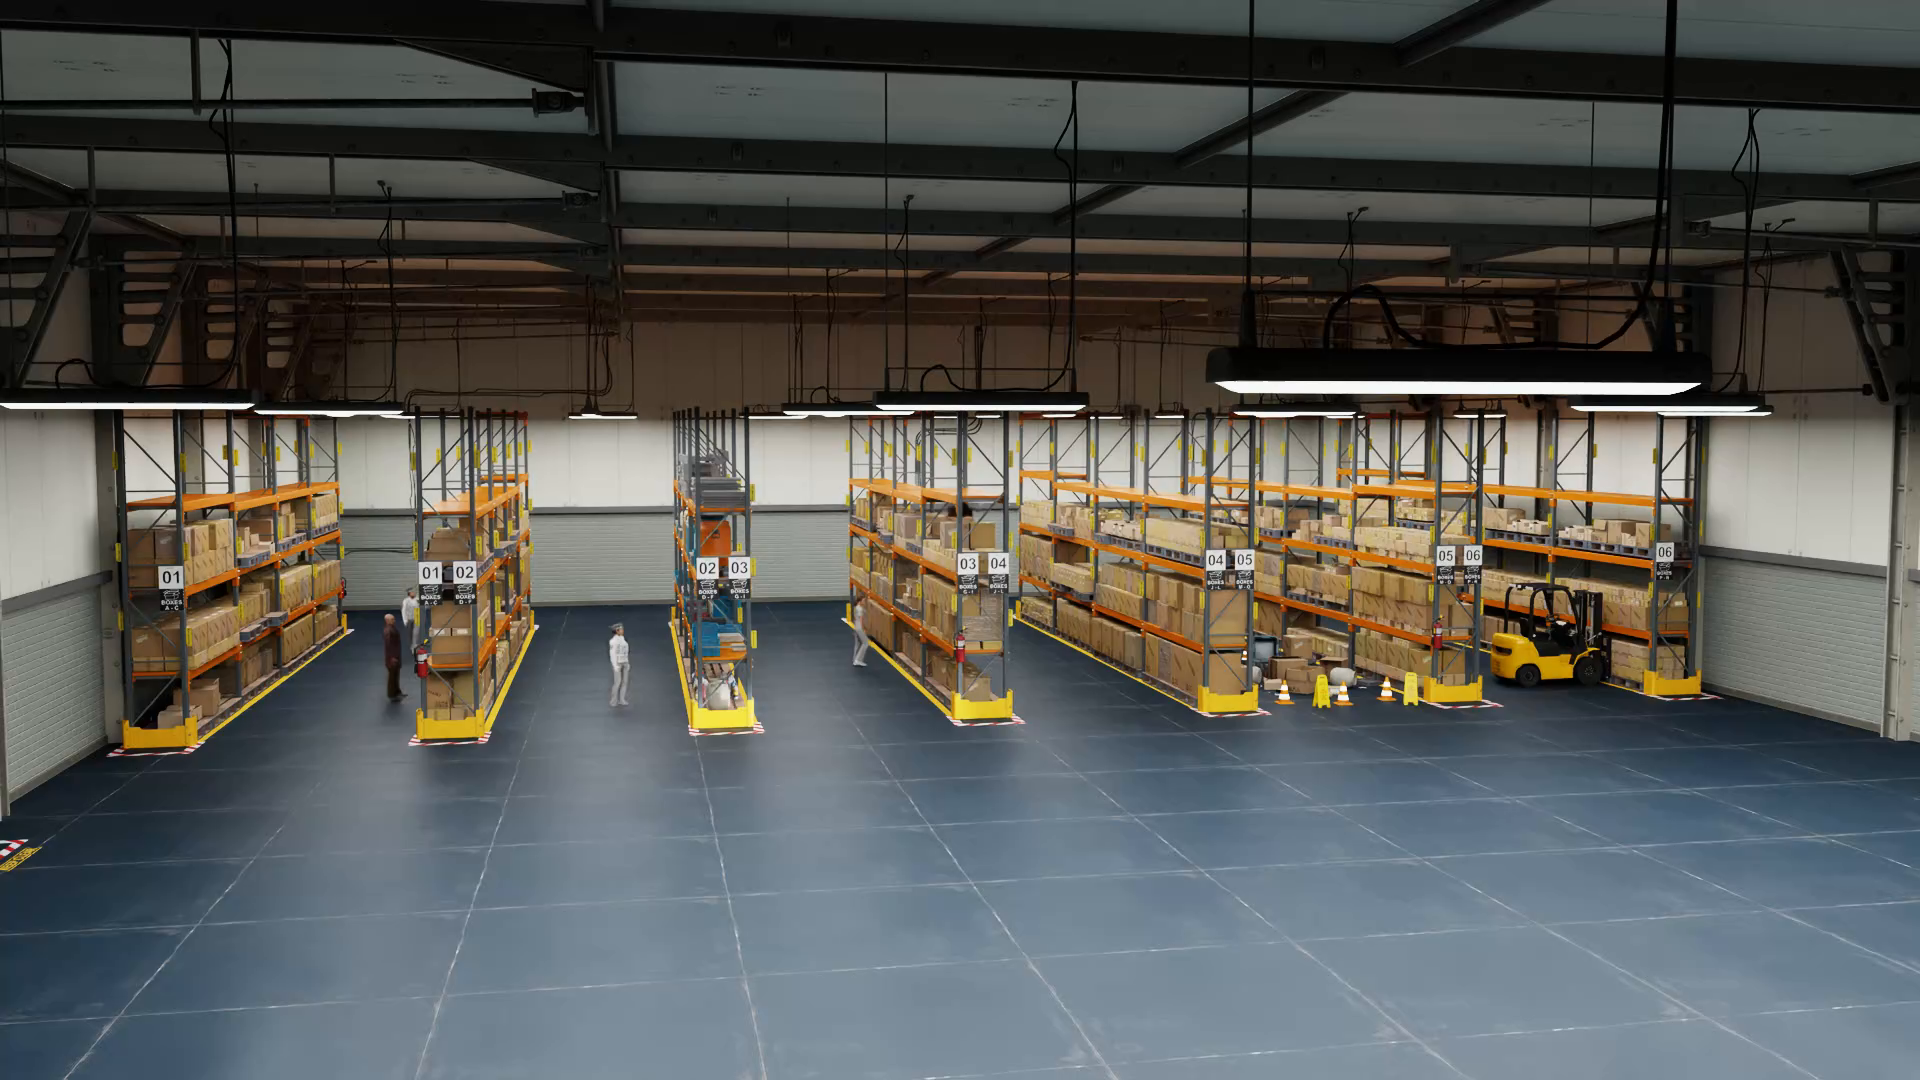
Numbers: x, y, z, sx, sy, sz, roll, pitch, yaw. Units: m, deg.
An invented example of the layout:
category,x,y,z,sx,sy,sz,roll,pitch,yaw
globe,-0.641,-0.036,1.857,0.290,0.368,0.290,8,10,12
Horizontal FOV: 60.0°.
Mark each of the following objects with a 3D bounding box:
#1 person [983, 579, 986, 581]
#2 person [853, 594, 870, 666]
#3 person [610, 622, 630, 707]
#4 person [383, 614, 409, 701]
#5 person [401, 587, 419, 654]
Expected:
category,x,y,z,sx,sy,sz,roll,pitch,yaw
person,0.477,1.586,46.694,0.446,1.782,0.583,-3,5,-40
person,-2.308,2.106,38.882,0.365,1.675,0.550,-1,4,-9
person,-6.874,2.535,33.643,0.355,1.758,0.525,3,5,35
person,-11.606,2.403,34.212,0.506,1.777,0.620,-2,4,-23
person,-13.579,1.969,41.171,0.441,1.643,0.948,-1,4,-9
